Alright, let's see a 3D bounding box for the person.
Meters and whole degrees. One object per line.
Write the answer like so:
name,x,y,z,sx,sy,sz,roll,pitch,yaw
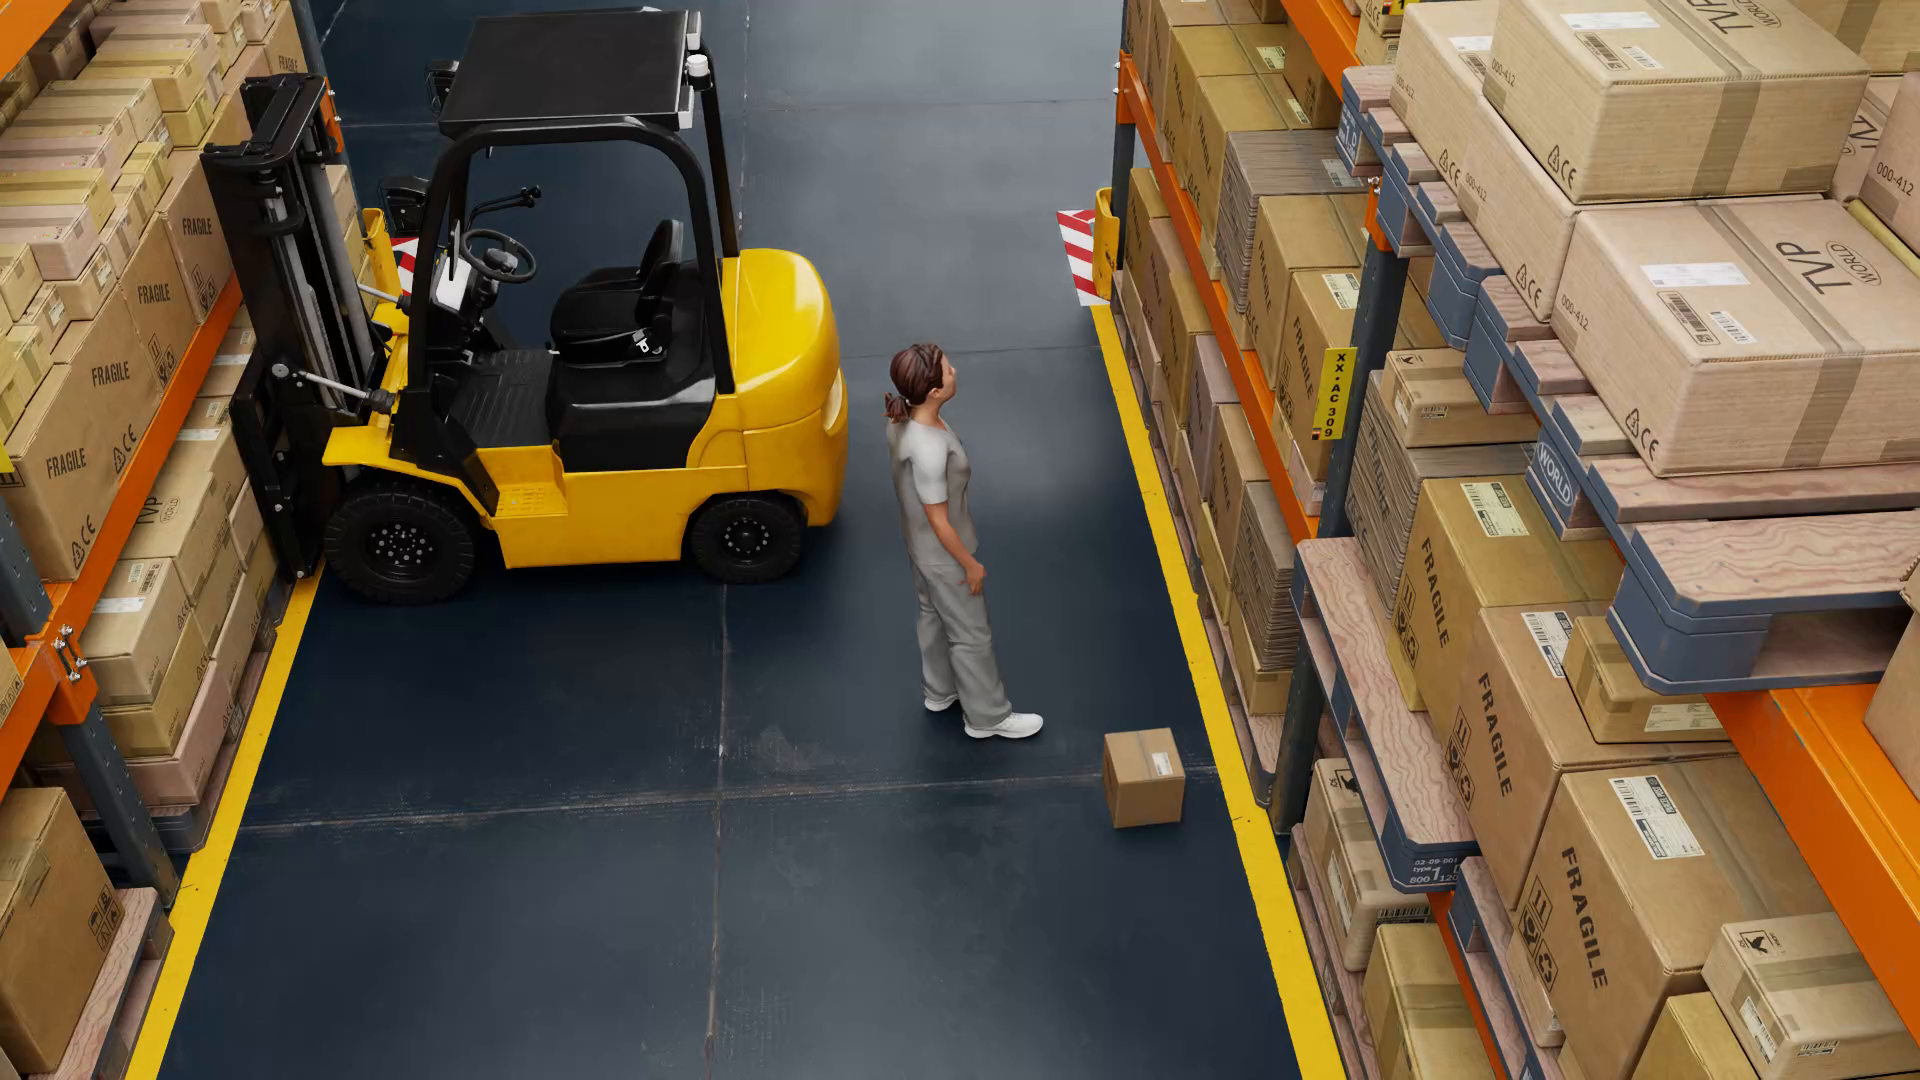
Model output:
person,-0.003,-0.002,6.144,0.548,1.673,0.550,-11,40,-13
